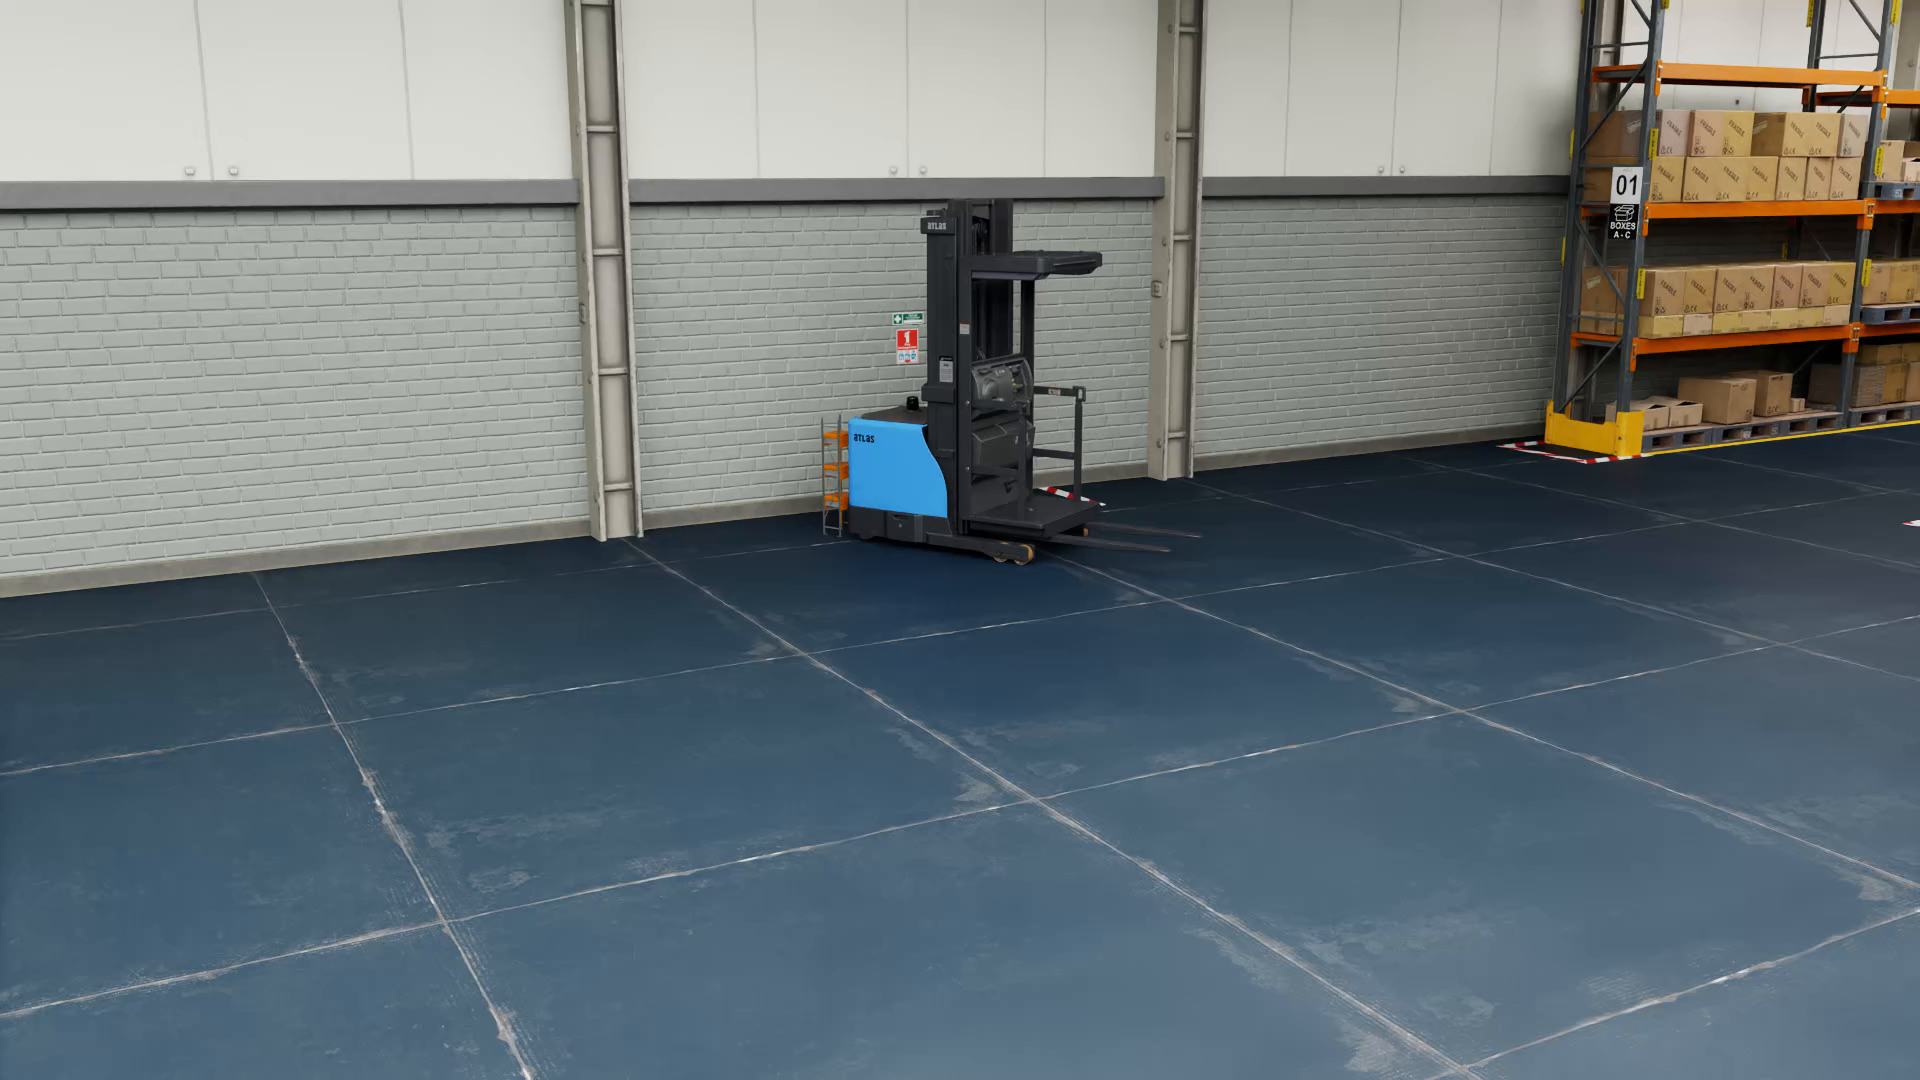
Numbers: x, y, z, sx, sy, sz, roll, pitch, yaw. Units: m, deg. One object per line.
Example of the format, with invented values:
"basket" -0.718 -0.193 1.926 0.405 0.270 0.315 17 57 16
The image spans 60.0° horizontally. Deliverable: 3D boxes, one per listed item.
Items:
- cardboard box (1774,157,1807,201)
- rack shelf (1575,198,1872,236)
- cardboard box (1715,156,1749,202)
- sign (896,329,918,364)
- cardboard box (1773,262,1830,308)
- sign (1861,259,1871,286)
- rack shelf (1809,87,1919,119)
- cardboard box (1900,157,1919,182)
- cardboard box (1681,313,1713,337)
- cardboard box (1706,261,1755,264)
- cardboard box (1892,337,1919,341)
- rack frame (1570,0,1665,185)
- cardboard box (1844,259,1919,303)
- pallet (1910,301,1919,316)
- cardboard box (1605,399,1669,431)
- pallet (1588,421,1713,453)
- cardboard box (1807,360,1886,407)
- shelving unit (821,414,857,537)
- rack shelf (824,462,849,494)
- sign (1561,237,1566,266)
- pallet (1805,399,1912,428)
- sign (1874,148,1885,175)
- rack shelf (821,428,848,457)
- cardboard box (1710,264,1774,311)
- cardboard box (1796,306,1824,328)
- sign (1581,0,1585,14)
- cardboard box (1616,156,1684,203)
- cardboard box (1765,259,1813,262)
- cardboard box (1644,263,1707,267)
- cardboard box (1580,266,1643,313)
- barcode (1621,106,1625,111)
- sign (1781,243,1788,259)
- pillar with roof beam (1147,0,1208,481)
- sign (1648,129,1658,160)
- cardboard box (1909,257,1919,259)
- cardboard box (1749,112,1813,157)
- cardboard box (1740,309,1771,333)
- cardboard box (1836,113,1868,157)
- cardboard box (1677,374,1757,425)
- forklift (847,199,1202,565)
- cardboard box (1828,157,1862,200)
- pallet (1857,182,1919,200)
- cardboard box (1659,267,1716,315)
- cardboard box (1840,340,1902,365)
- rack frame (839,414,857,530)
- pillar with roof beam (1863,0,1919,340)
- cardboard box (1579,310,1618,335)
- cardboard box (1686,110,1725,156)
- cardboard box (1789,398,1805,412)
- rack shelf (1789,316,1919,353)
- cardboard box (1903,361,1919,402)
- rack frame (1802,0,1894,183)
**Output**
"cardboard box" 9.552 -4.250 19.555 0.500 0.500 0.500 -7 15 -30
"rack shelf" 9.039 -3.847 19.677 4.000 0.370 1.077 -7 14 -28
"cardboard box" 8.640 -4.138 19.059 0.500 0.500 0.500 -6 14 -25
"sign" -0.505 -1.860 15.959 0.234 0.329 0.001 -7 14 -28
"cardboard box" 10.093 -3.084 20.070 0.500 0.500 0.500 -7 14 -28
"sign" 11.062 -3.263 20.306 0.005 0.325 0.100 -7 14 -28
"rack shelf" 12.550 -5.536 21.262 4.000 0.370 1.077 -7 14 -28
"cardboard box" 11.854 -4.676 20.972 0.500 0.311 0.500 -6 14 -26
"cardboard box" 8.313 -2.508 19.218 0.500 0.250 0.500 -7 15 -30
"cardboard box" 9.386 -3.133 20.287 0.500 0.500 0.500 -6 14 -26
"cardboard box" 12.719 -2.538 22.037 0.500 0.250 0.500 -7 14 -28
"rack frame" 7.284 -5.451 18.334 0.127 3.000 1.000 -7 14 -28
"cardboard box" 11.752 -3.313 21.267 0.500 0.500 0.700 -5 14 -22
"pallet" 12.588 -3.056 21.793 1.213 0.211 1.003 -7 14 -28
"cardboard box" 7.934 -1.482 19.486 0.500 0.311 0.500 -9 15 -34
"pallet" 8.081 -1.250 19.684 1.213 0.211 1.003 -7 14 -28
"cardboard box" 11.433 -2.021 21.447 0.500 0.500 0.700 -6 14 -26
"shelving unit" -1.065 -0.572 14.760 0.215 1.050 0.252 9 15 34
"rack shelf" -1.065 -0.562 14.762 0.215 0.259 0.240 9 15 34
"sign" 7.036 -3.352 19.315 0.005 0.325 0.100 -7 14 -28
"pallet" 11.478 -1.667 21.534 1.213 0.211 1.003 -7 14 -28
"sign" 11.062 -4.557 20.015 0.005 0.325 0.100 -7 14 -28
"rack shelf" -1.065 -0.839 14.700 0.215 0.259 0.240 9 15 34
"cardboard box" 9.190 -2.979 19.600 0.500 0.500 0.500 -6 14 -26
"cardboard box" 10.083 -2.722 20.170 0.500 0.250 0.500 -7 14 -28
"sign" 7.036 -6.093 18.699 0.005 0.325 0.100 -7 14 -28
"cardboard box" 7.697 -4.033 18.592 0.500 0.500 0.500 -6 14 -26
"cardboard box" 10.282 -3.238 20.754 0.500 0.500 0.500 -7 15 -29
"cardboard box" 8.494 -3.023 19.799 0.500 0.500 0.500 -7 15 -29
"cardboard box" 7.596 -2.917 19.327 0.500 0.500 0.500 -7 14 -28
"barcode" 7.668 -4.988 19.237 0.075 0.075 0.001 -7 14 -28
"sign" 10.526 -3.616 21.209 0.005 0.325 0.100 -7 14 -28
"pillar with roof beam" 4.280 -4.230 12.911 0.400 9.000 9.100 -7 14 -28
"sign" 7.544 -4.309 18.103 0.005 0.325 0.100 -7 14 -28
"cardboard box" 12.815 -3.442 21.843 0.500 0.500 0.700 -7 14 -28
"cardboard box" 9.556 -4.733 19.425 0.500 0.500 0.500 -7 15 -30
"cardboard box" 9.208 -2.613 19.685 0.500 0.250 0.500 -7 14 -27
"cardboard box" 10.485 -4.850 19.944 0.500 0.500 0.500 -8 15 -33
"cardboard box" 9.103 -1.702 20.032 0.500 0.500 0.700 -8 15 -31
"forklift" 0.538 -1.358 13.968 3.031 2.935 1.130 8 15 30
"cardboard box" 10.468 -4.366 20.071 0.500 0.500 0.500 -6 14 -26
"pallet" 11.388 -4.361 20.751 1.003 0.211 1.213 -7 14 -28
"cardboard box" 8.286 -2.869 19.113 0.500 0.500 0.500 -7 14 -28
"cardboard box" 11.818 -2.433 21.573 0.500 0.250 0.500 -7 15 -29
"rack frame" -0.995 -0.594 14.857 0.200 1.050 0.008 9 15 34
"pillar with roof beam" 14.813 -5.493 18.520 0.400 9.000 9.100 -7 14 -28
"cardboard box" 7.601 -2.547 19.391 0.500 0.250 0.500 -7 14 -27
"cardboard box" 8.203 -4.570 18.704 0.500 0.500 0.500 -7 14 -29
"cardboard box" 10.340 -1.715 20.849 0.250 0.166 0.380 -9 16 -35
"rack shelf" 12.550 -2.804 21.876 4.000 0.370 1.077 -7 14 -28
"cardboard box" 12.330 -2.131 21.935 0.500 0.500 0.700 -7 14 -27
"rack frame" 10.795 -5.872 20.204 0.127 3.000 1.000 -7 14 -28
